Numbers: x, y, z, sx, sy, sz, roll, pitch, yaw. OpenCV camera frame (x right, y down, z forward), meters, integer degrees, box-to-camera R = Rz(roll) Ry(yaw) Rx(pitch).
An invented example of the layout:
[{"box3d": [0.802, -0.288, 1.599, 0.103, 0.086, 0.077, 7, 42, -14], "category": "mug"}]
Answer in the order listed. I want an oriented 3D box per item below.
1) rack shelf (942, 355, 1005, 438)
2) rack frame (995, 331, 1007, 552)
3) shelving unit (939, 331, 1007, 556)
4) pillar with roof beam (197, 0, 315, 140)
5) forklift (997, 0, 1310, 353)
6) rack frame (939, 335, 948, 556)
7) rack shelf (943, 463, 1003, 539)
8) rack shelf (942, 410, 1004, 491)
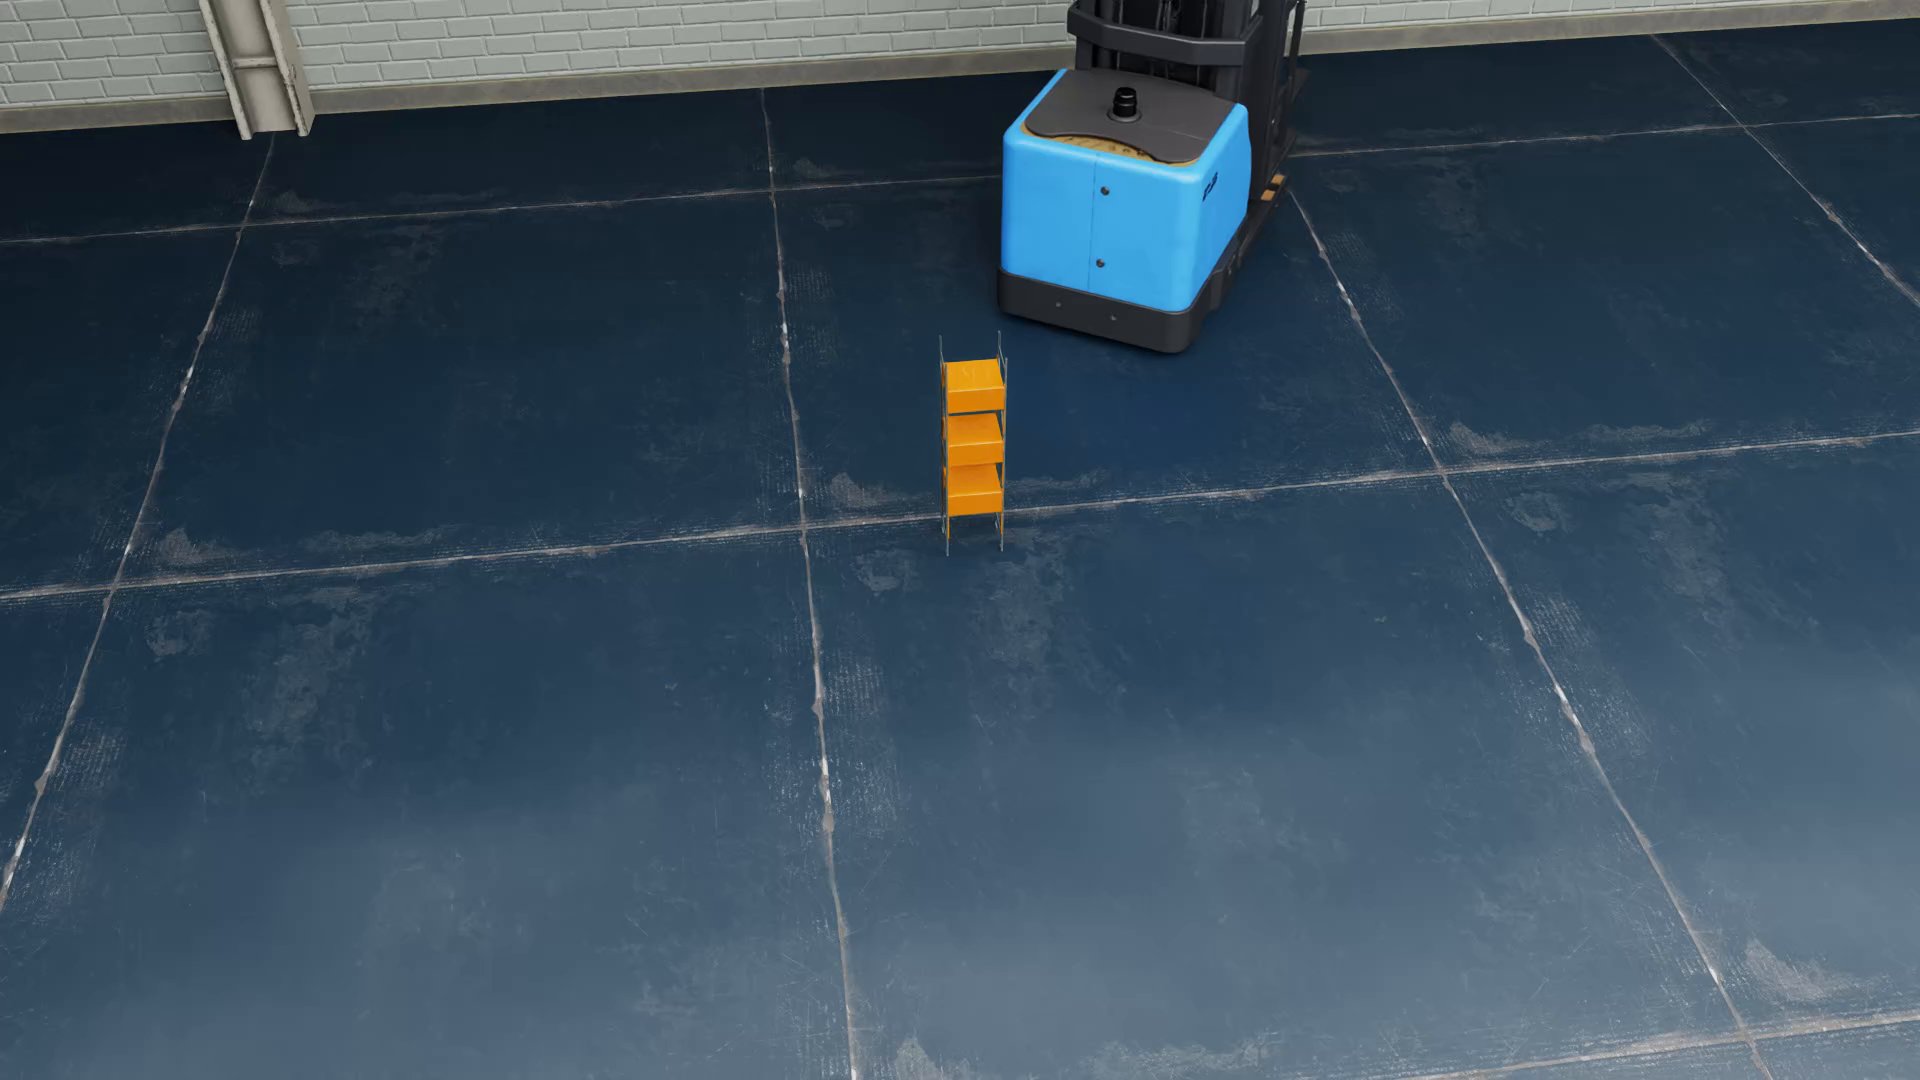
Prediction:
[{"box3d": [0.053, -0.597, 6.936, 0.240, 0.259, 0.215, -5, 42, -6], "category": "rack shelf"}, {"box3d": [0.174, -0.405, 7.130, 0.008, 1.050, 0.200, -5, 42, -6], "category": "rack frame"}, {"box3d": [0.053, -0.394, 7.119, 0.252, 1.050, 0.215, -5, 42, -6], "category": "shelving unit"}, {"box3d": [-3.666, -3.053, 4.131, 0.400, 9.000, 9.100, -5, 42, -6], "category": "pillar with roof beam"}, {"box3d": [1.256, -3.027, 8.633, 1.130, 2.935, 3.031, 17, 45, 18], "category": "forklift"}, {"box3d": [-0.068, -0.384, 7.107, 0.008, 1.050, 0.200, -5, 42, -6], "category": "rack frame"}, {"box3d": [0.053, -0.180, 7.312, 0.240, 0.259, 0.215, -5, 42, -6], "category": "rack shelf"}, {"box3d": [0.053, -0.387, 7.126, 0.240, 0.259, 0.215, -5, 42, -6], "category": "rack shelf"}]
